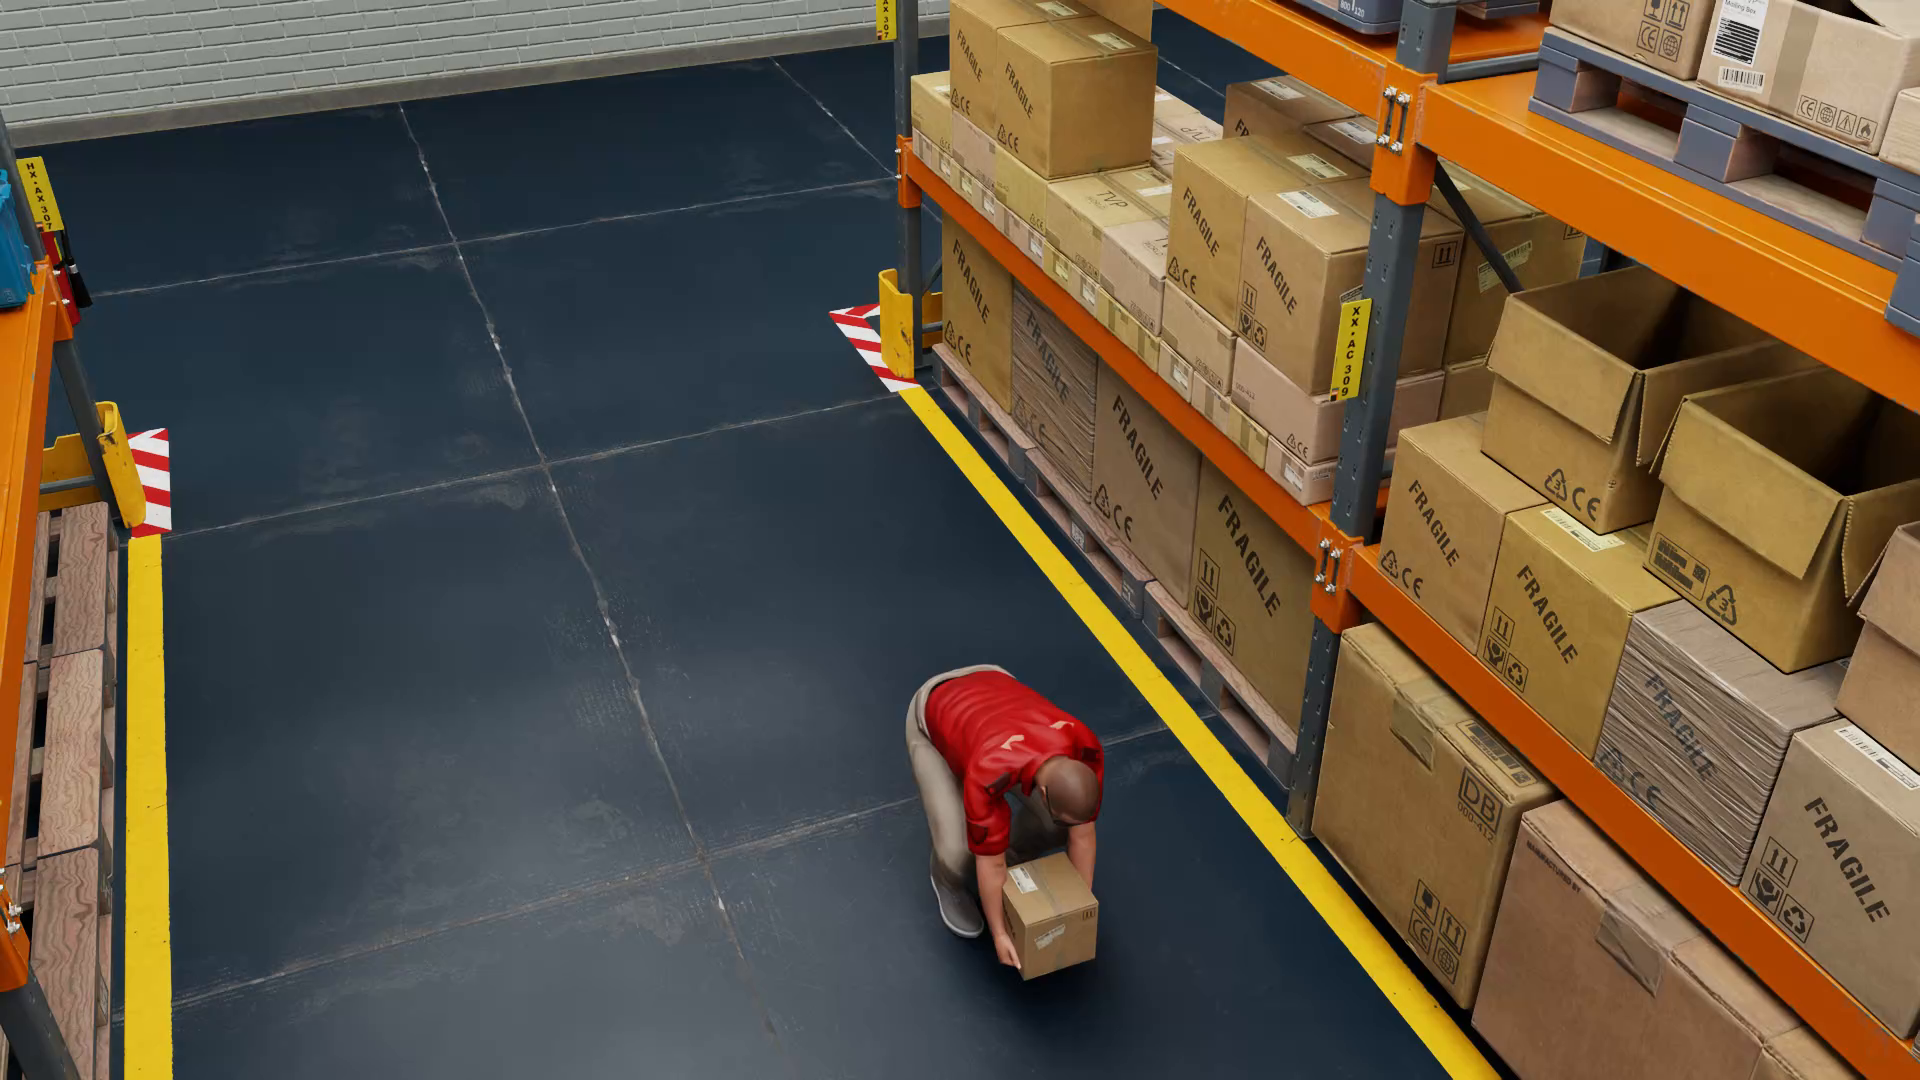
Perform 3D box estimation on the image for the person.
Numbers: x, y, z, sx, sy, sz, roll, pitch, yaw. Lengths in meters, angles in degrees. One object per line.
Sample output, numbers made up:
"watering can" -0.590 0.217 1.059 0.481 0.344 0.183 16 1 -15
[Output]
"person" 0.164 0.900 5.466 0.536 0.983 0.934 -14 36 -21
